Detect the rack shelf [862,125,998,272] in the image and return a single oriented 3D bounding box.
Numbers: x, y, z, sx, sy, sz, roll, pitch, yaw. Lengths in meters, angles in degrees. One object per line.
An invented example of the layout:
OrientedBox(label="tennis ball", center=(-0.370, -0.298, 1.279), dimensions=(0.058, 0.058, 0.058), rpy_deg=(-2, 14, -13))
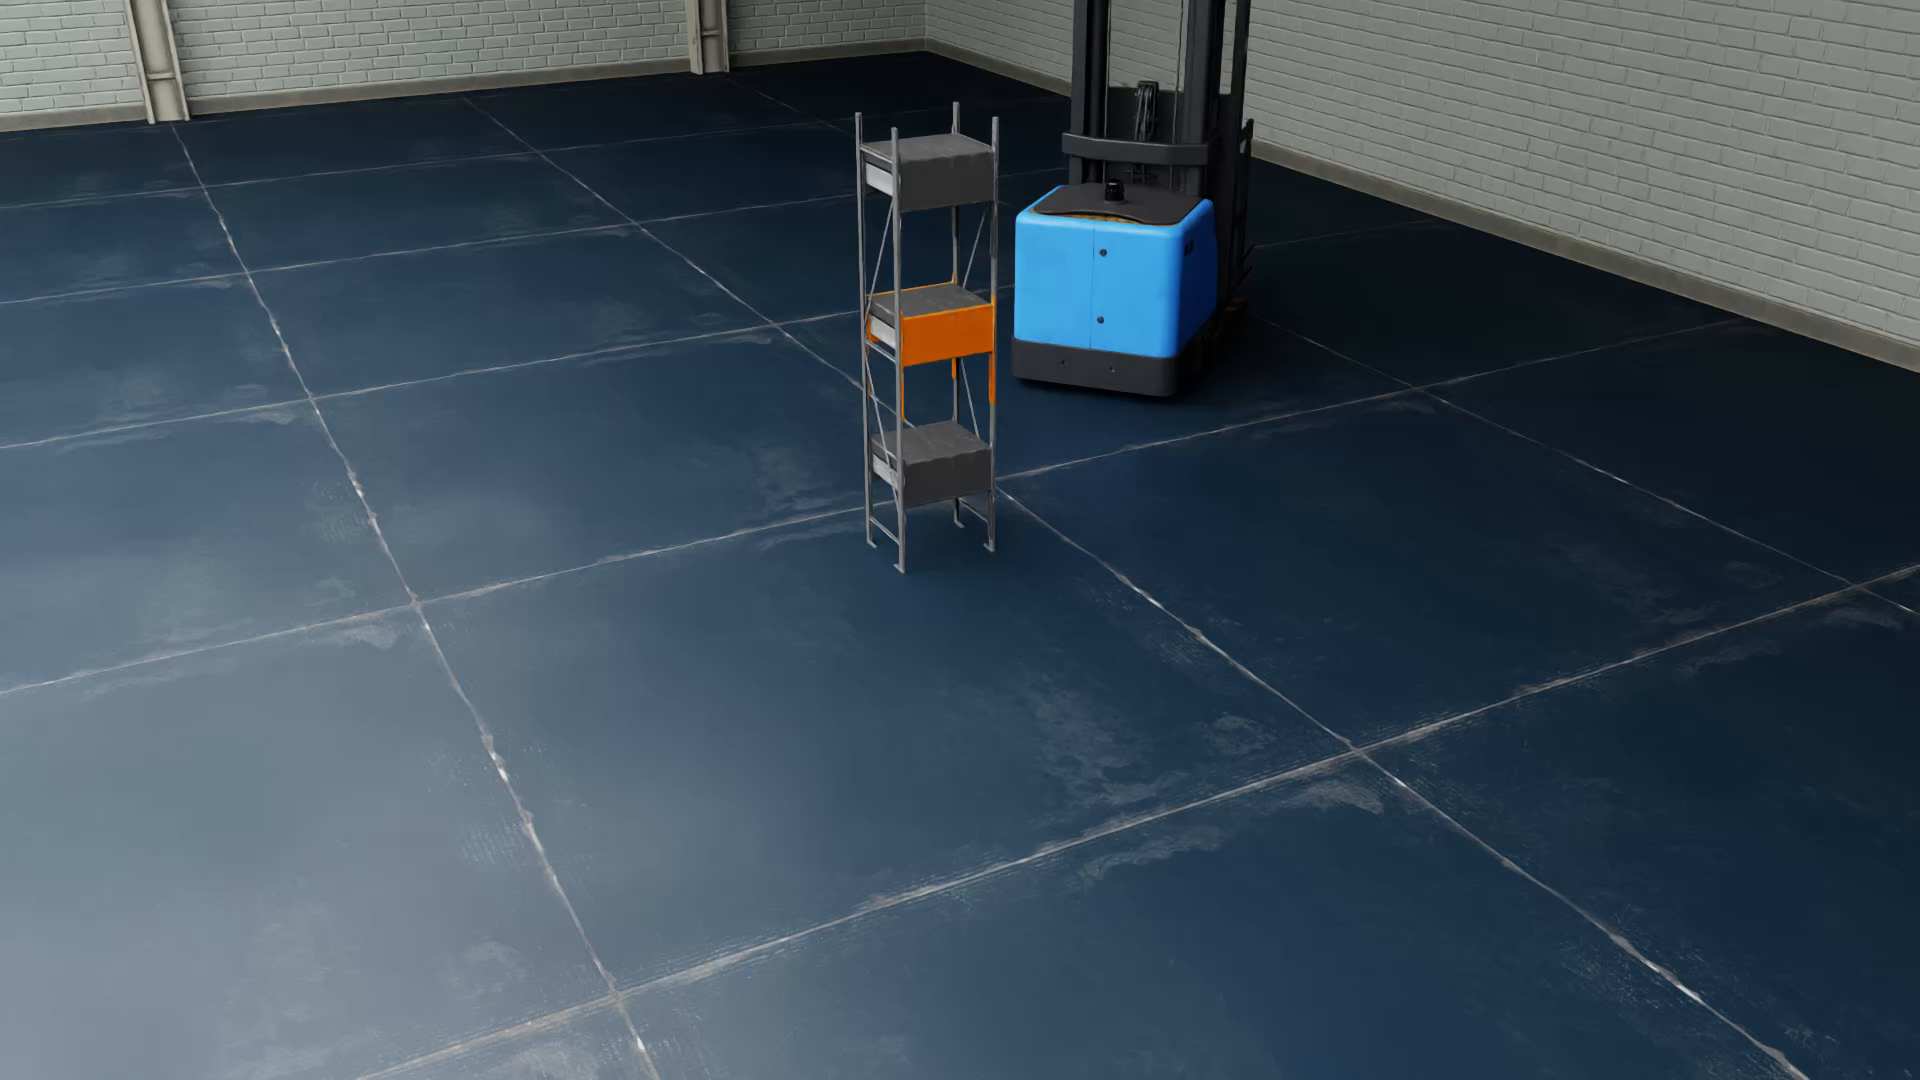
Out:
OrientedBox(label="rack shelf", center=(-0.146, -1.532, 7.428), dimensions=(0.480, 0.518, 0.431), rpy_deg=(-13, 29, -25))

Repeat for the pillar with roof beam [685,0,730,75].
OrientedBox(label="pillar with roof beam", center=(-0.977, -8.045, 14.610), dimensions=(0.400, 9.000, 9.100), rpy_deg=(-13, 29, -25))

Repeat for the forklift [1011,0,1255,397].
OrientedBox(label="forklift", center=(1.323, -2.785, 10.664), dimensions=(1.130, 2.935, 3.031), rpy_deg=(10, 27, 19))

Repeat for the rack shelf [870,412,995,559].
OrientedBox(label="rack shelf", center=(-0.146, -0.270, 8.034), dimensions=(0.480, 0.518, 0.431), rpy_deg=(-13, 29, -25))

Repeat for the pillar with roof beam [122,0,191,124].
OrientedBox(label="pillar with roof beam", center=(-6.272, -6.823, 12.065), dimensions=(0.400, 9.000, 9.100), rpy_deg=(-13, 29, -25))

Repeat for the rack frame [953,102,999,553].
OrientedBox(label="rack frame", center=(0.069, -0.963, 7.829), dimensions=(0.015, 2.100, 0.400), rpy_deg=(-13, 29, -25))

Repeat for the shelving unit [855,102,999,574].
OrientedBox(label="shelving unit", center=(-0.146, -0.913, 7.725), dimensions=(0.503, 2.100, 0.431), rpy_deg=(-13, 29, -25))

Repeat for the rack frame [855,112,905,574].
OrientedBox(label="rack frame", center=(-0.361, -0.863, 7.622), dimensions=(0.015, 2.100, 0.400), rpy_deg=(-13, 29, -25))

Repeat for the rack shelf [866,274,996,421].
OrientedBox(label="rack shelf", center=(-0.146, -0.901, 7.731), dimensions=(0.480, 0.518, 0.431), rpy_deg=(-13, 29, -25))
